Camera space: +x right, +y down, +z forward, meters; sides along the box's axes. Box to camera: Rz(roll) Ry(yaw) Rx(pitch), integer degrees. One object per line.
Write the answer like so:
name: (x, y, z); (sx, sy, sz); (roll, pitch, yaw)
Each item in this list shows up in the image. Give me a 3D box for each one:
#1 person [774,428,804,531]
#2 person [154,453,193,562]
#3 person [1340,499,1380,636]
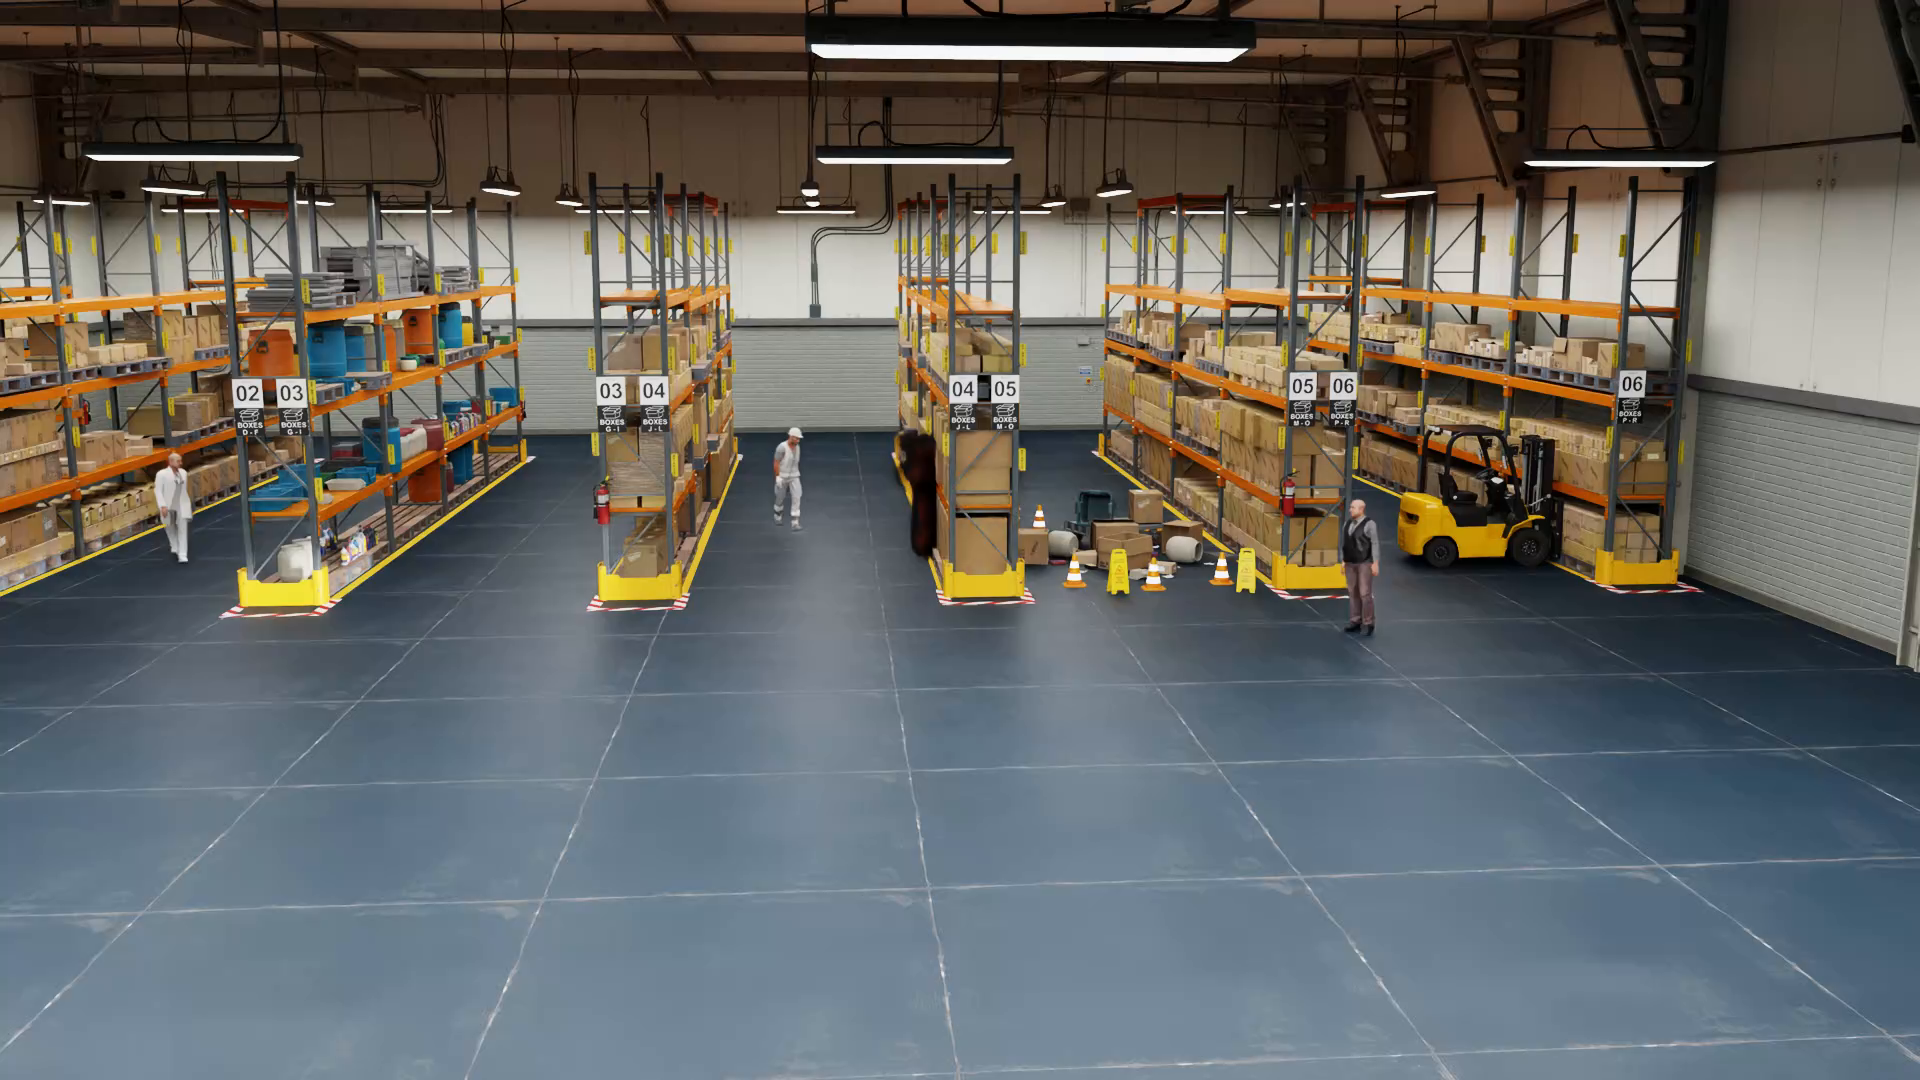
person: (-2.898, -1.034, 27.952); (0.511, 1.731, 0.989); (-3, 10, -17)
person: (-12.631, -0.535, 26.765); (0.528, 1.736, 1.085); (-3, 10, -17)
person: (5.228, 0.350, 21.824); (0.387, 1.759, 0.617); (-7, 12, -35)
